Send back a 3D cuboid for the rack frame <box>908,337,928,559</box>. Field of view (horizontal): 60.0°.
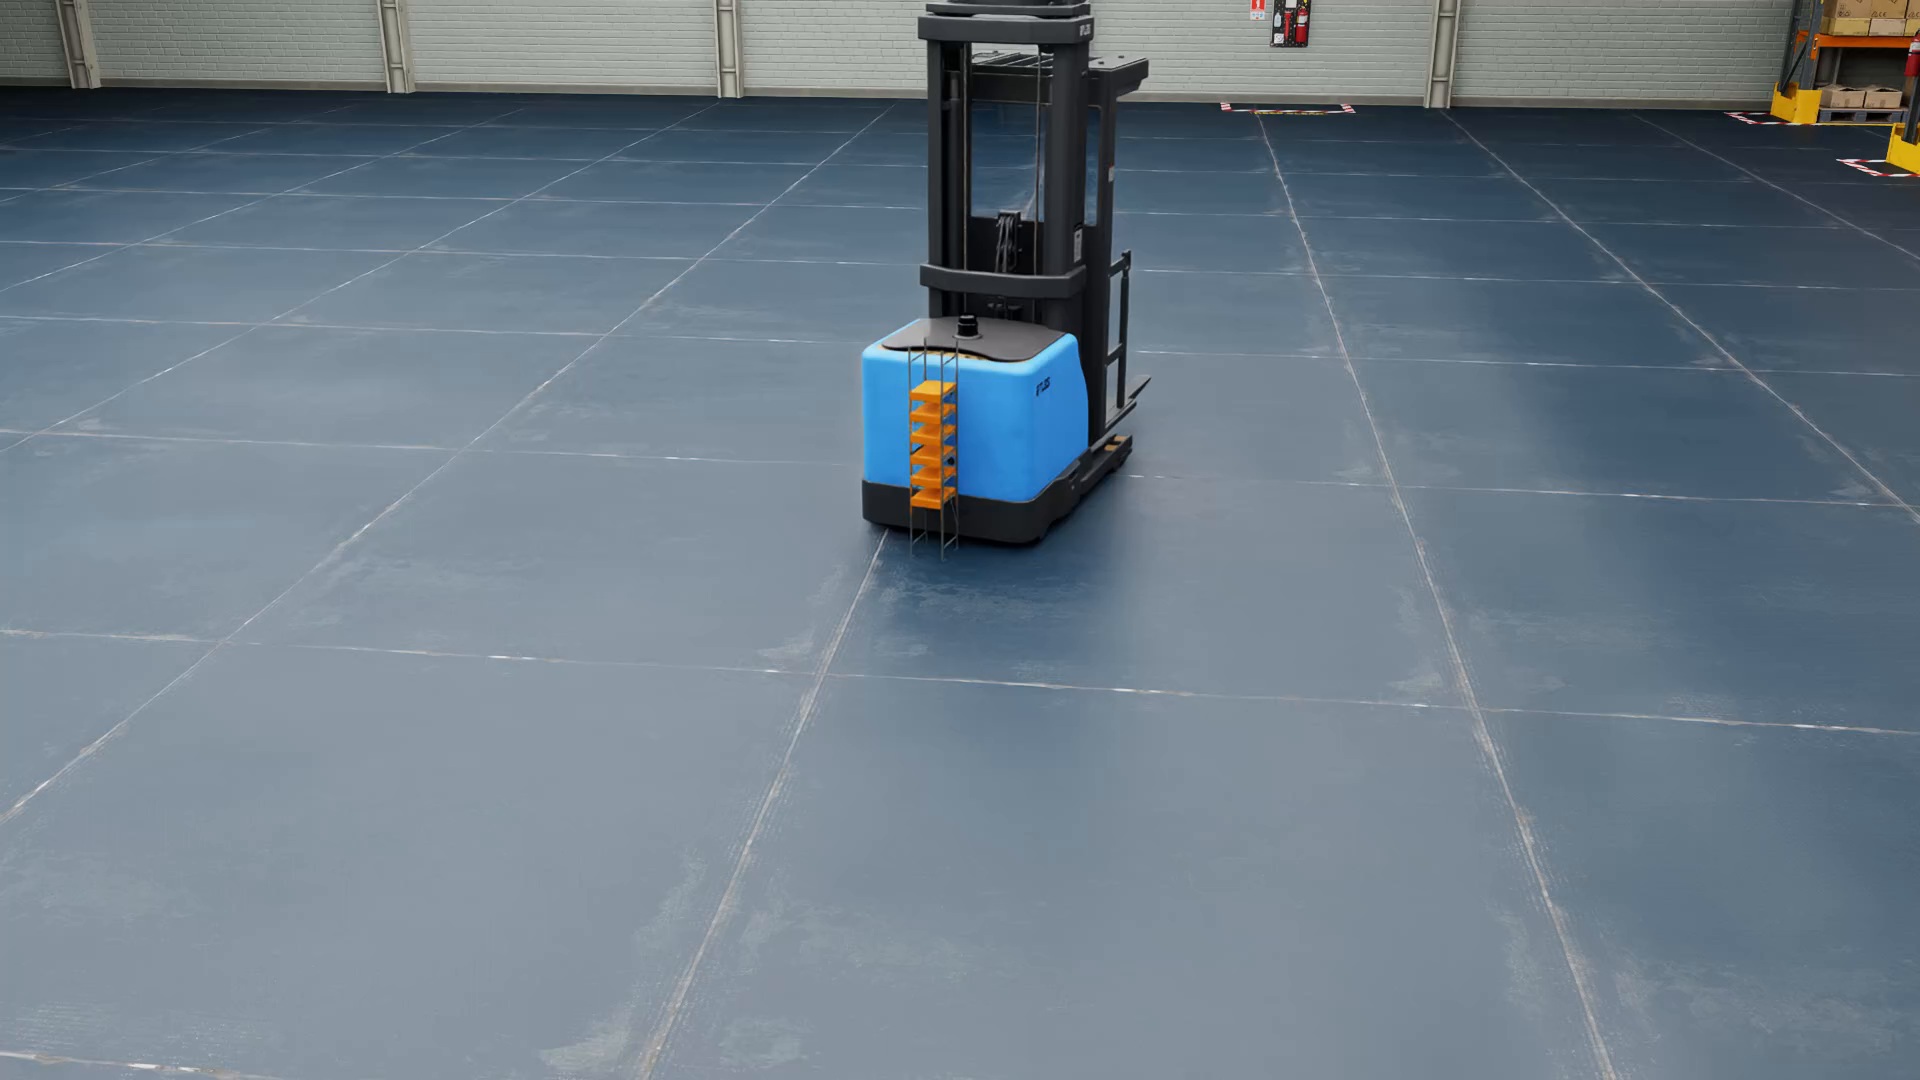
[{"bbox_3d":[-0.227,-0.494,9.056,0.006,1.200,0.240,8,23,20],"label":"rack frame"}]

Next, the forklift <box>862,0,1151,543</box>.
[{"bbox_3d":[0.467,-1.854,10.143,1.130,2.935,3.031,9,23,21],"label":"forklift"}]

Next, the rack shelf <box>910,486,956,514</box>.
[{"bbox_3d":[-0.141,-0.217,9.130,0.180,0.103,0.258,8,23,20],"label":"rack shelf"}]

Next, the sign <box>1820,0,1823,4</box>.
[{"bbox_3d":[13.024,-8.263,25.083,0.005,0.325,0.100,2,22,6],"label":"sign"}]

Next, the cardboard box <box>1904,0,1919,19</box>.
[{"bbox_3d":[14.528,-8.167,25.174,0.500,0.500,0.500,2,22,5],"label":"cardboard box"}]

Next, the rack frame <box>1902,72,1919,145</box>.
[{"bbox_3d":[12.508,-6.250,21.168,0.127,3.000,1.000,2,22,6],"label":"rack frame"}]

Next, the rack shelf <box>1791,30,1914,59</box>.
[{"bbox_3d":[15.074,-7.637,25.657,4.000,0.370,1.077,2,22,6],"label":"rack shelf"}]

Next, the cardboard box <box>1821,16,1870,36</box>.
[{"bbox_3d":[13.535,-7.861,25.421,0.500,0.250,0.500,2,22,5],"label":"cardboard box"}]

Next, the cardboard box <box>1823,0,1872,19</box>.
[{"bbox_3d":[13.526,-8.216,25.300,0.500,0.500,0.500,3,22,6],"label":"cardboard box"}]

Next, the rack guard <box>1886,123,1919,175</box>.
[{"bbox_3d":[12.485,-5.088,21.630,0.348,0.500,1.175,2,22,6],"label":"rack guard"}]

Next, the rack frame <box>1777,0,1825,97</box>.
[{"bbox_3d":[13.088,-8.059,25.743,0.127,3.000,1.000,2,22,6],"label":"rack frame"}]

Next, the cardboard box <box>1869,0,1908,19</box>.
[{"bbox_3d":[14.016,-8.191,25.236,0.500,0.500,0.500,3,22,6],"label":"cardboard box"}]

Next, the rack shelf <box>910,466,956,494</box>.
[{"bbox_3d":[-0.141,-0.329,9.086,0.180,0.103,0.258,8,23,20],"label":"rack shelf"}]

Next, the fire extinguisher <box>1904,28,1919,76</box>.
[{"bbox_3d":[12.446,-6.388,21.624,0.183,0.674,0.296,2,22,6],"label":"fire extinguisher"}]

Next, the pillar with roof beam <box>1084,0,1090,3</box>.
[{"bbox_3d":[1.461,-10.081,22.700,0.400,9.000,9.100,2,22,6],"label":"pillar with roof beam"}]

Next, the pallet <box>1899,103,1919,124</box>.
[{"bbox_3d":[15.174,-6.657,25.990,1.213,0.211,1.003,2,22,6],"label":"pallet"}]

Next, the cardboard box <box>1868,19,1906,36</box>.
[{"bbox_3d":[14.052,-7.844,25.377,0.500,0.250,0.500,2,22,5],"label":"cardboard box"}]

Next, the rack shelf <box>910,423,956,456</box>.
[{"bbox_3d":[-0.141,-0.552,8.998,0.180,0.103,0.258,8,23,20],"label":"rack shelf"}]

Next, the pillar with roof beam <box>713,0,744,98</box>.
[{"bbox_3d":[-4.497,-10.341,23.357,0.400,9.000,9.100,2,22,6],"label":"pillar with roof beam"}]

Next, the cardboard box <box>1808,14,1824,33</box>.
[{"bbox_3d":[13.575,-8.049,25.895,0.500,0.250,0.500,3,22,7],"label":"cardboard box"}]

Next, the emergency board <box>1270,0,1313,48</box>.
[{"bbox_3d":[5.477,-8.725,27.428,0.643,1.169,0.194,2,22,6],"label":"emergency board"}]

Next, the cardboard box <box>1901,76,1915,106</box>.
[{"bbox_3d":[15.053,-6.963,25.774,0.500,0.500,0.700,1,22,3],"label":"cardboard box"}]

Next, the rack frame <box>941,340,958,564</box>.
[{"bbox_3d":[-0.056,-0.469,8.995,0.006,1.200,0.240,8,23,20],"label":"rack frame"}]

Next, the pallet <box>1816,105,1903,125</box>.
[{"bbox_3d":[13.966,-6.710,26.126,1.213,0.211,1.003,2,22,6],"label":"pallet"}]

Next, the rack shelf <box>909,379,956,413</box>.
[{"bbox_3d":[-0.141,-0.775,8.910,0.180,0.103,0.258,8,23,20],"label":"rack shelf"}]

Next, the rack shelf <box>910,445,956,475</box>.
[{"bbox_3d":[-0.141,-0.440,9.042,0.180,0.103,0.258,8,23,20],"label":"rack shelf"}]

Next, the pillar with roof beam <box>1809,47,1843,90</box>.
[{"bbox_3d":[13.378,-9.562,21.387,0.400,9.000,9.100,2,22,6],"label":"pillar with roof beam"}]

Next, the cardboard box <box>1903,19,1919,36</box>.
[{"bbox_3d":[14.557,-7.820,25.316,0.500,0.250,0.500,2,22,5],"label":"cardboard box"}]

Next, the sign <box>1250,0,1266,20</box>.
[{"bbox_3d":[4.940,-8.803,27.577,0.234,0.329,0.001,2,22,6],"label":"sign"}]

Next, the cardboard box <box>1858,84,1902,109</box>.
[{"bbox_3d":[14.330,-6.925,25.936,0.500,0.311,0.500,4,22,11],"label":"cardboard box"}]

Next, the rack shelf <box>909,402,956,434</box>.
[{"bbox_3d":[-0.141,-0.663,8.954,0.180,0.103,0.258,8,23,20],"label":"rack shelf"}]

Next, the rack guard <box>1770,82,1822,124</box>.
[{"bbox_3d":[13.163,-6.893,26.195,0.348,0.500,1.175,2,22,6],"label":"rack guard"}]

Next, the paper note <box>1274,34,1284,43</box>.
[{"bbox_3d":[5.309,-8.348,27.673,0.142,0.148,0.016,2,22,6],"label":"paper note"}]

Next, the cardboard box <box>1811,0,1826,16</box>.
[{"bbox_3d":[13.581,-8.404,25.774,0.500,0.500,0.500,2,22,6],"label":"cardboard box"}]

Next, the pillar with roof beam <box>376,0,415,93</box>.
[{"bbox_3d":[-10.455,-10.601,24.014,0.400,9.000,9.100,2,22,6],"label":"pillar with roof beam"}]

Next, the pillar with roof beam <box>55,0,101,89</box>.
[{"bbox_3d":[-16.413,-10.860,24.670,0.400,9.000,9.100,2,22,6],"label":"pillar with roof beam"}]

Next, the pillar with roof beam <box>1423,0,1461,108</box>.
[{"bbox_3d":[7.420,-9.822,22.044,0.400,9.000,9.100,2,22,6],"label":"pillar with roof beam"}]

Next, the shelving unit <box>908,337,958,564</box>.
[{"bbox_3d":[-0.141,-0.481,9.026,0.189,1.200,0.258,8,23,20],"label":"shelving unit"}]

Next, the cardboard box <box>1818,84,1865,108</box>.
[{"bbox_3d":[13.764,-6.950,25.998,0.500,0.311,0.500,0,22,0],"label":"cardboard box"}]
